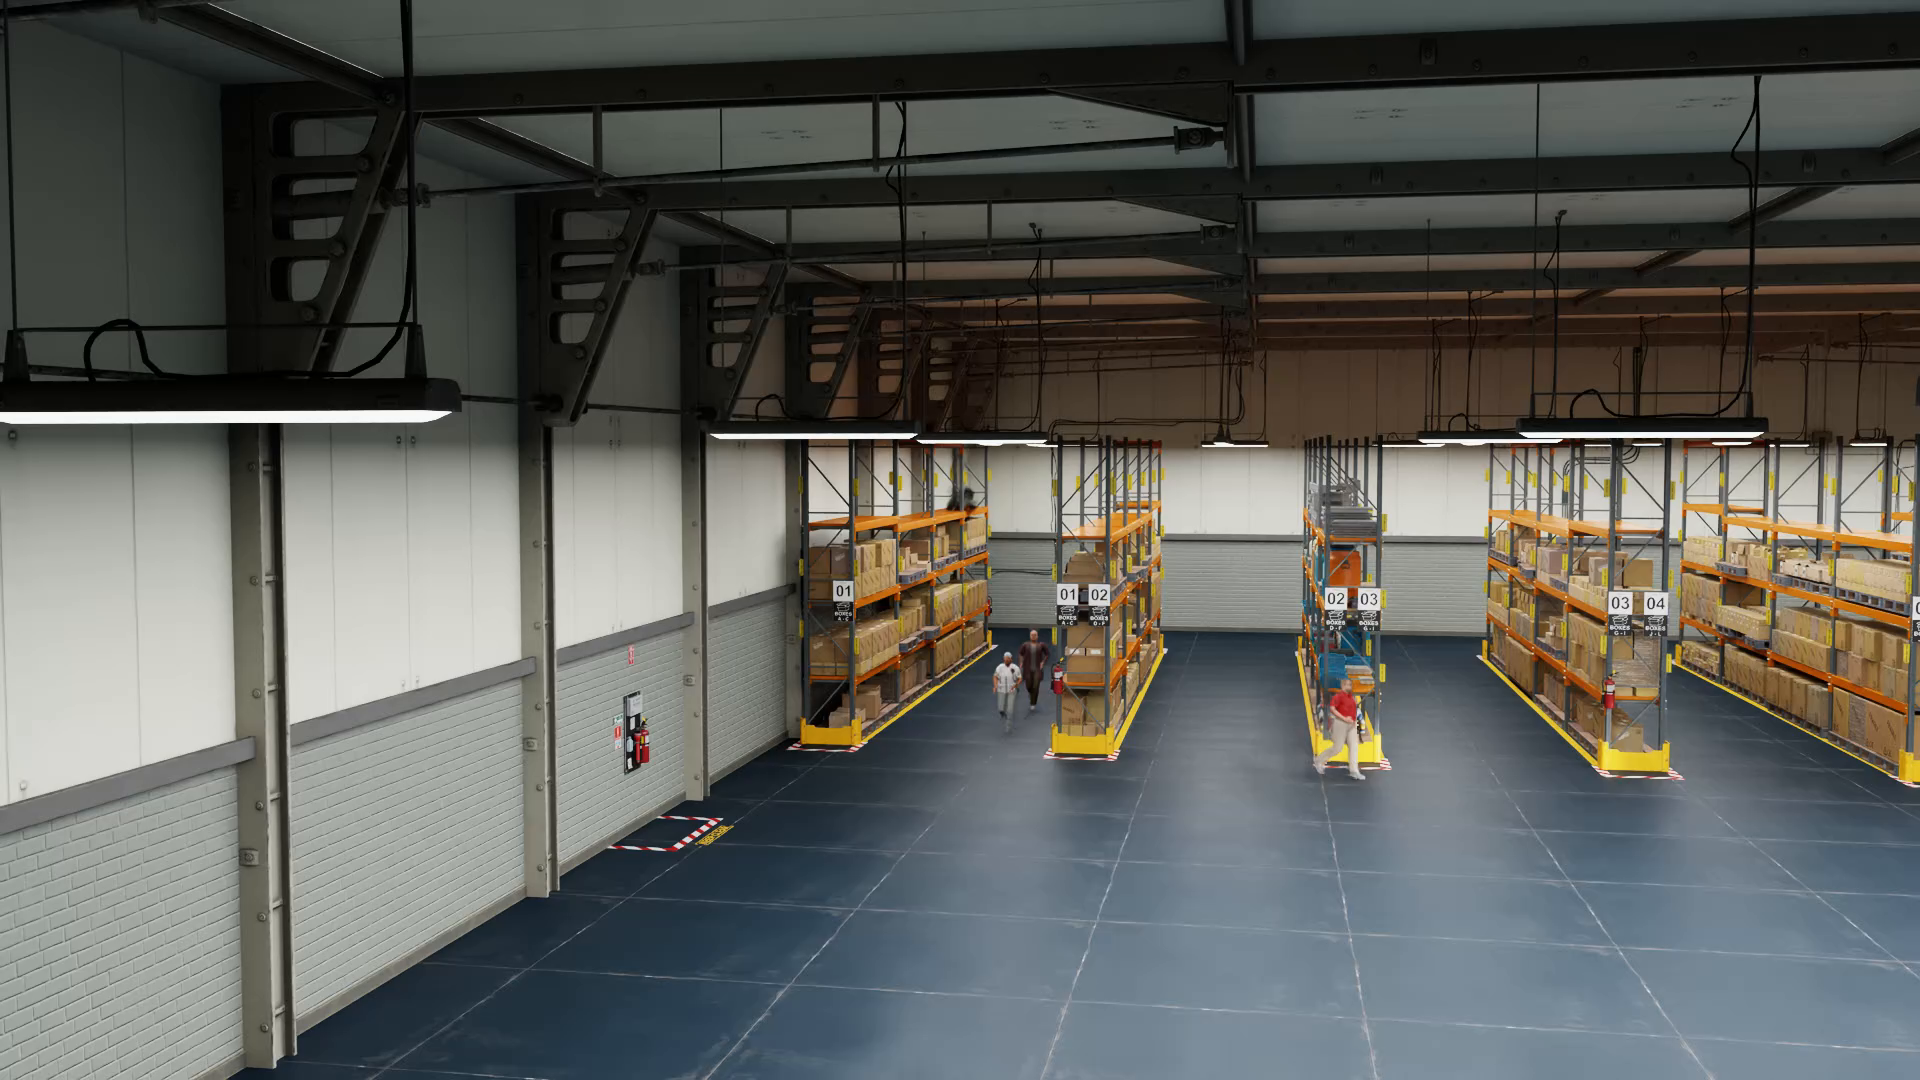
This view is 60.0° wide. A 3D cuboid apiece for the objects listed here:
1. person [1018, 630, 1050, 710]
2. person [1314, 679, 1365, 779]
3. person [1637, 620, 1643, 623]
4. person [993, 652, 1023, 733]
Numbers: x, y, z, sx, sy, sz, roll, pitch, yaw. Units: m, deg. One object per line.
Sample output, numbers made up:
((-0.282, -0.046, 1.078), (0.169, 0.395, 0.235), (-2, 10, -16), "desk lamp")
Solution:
((1.643, 2.876, 36.942), (0.724, 1.752, 0.653), (0, 3, 7), "person")
((6.757, 3.287, 29.176), (0.971, 1.695, 0.731), (3, 4, 41), "person")
((17.976, 2.511, 44.666), (0.654, 1.611, 0.595), (2, 3, 27), "person")
((0.962, 3.097, 33.805), (0.619, 1.632, 0.547), (0, 3, 9), "person")
